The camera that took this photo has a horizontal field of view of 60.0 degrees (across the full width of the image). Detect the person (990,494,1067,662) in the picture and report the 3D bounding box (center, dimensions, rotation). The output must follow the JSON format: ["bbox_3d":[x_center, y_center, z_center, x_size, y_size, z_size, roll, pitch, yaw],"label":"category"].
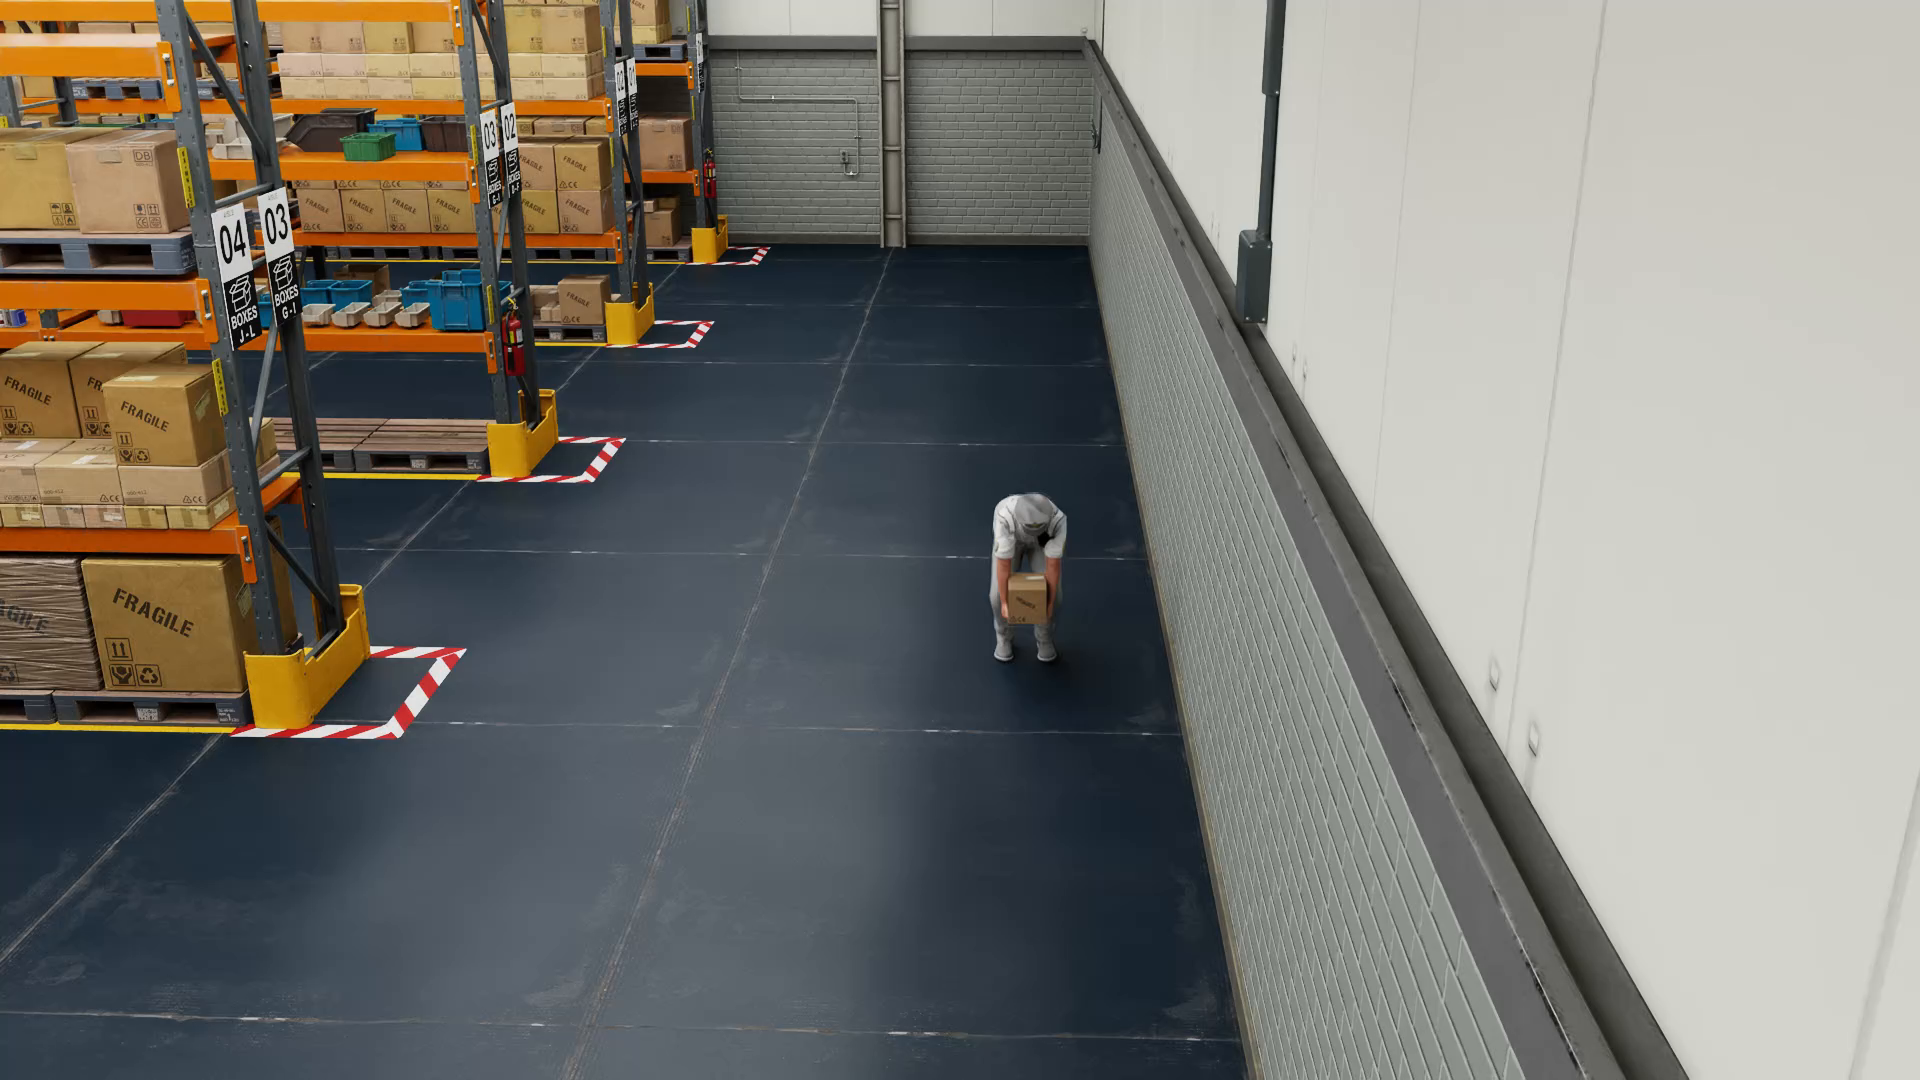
[{"bbox_3d":[0.447,0.231,11.049,0.495,1.339,0.987,0,21,0],"label":"person"}]
